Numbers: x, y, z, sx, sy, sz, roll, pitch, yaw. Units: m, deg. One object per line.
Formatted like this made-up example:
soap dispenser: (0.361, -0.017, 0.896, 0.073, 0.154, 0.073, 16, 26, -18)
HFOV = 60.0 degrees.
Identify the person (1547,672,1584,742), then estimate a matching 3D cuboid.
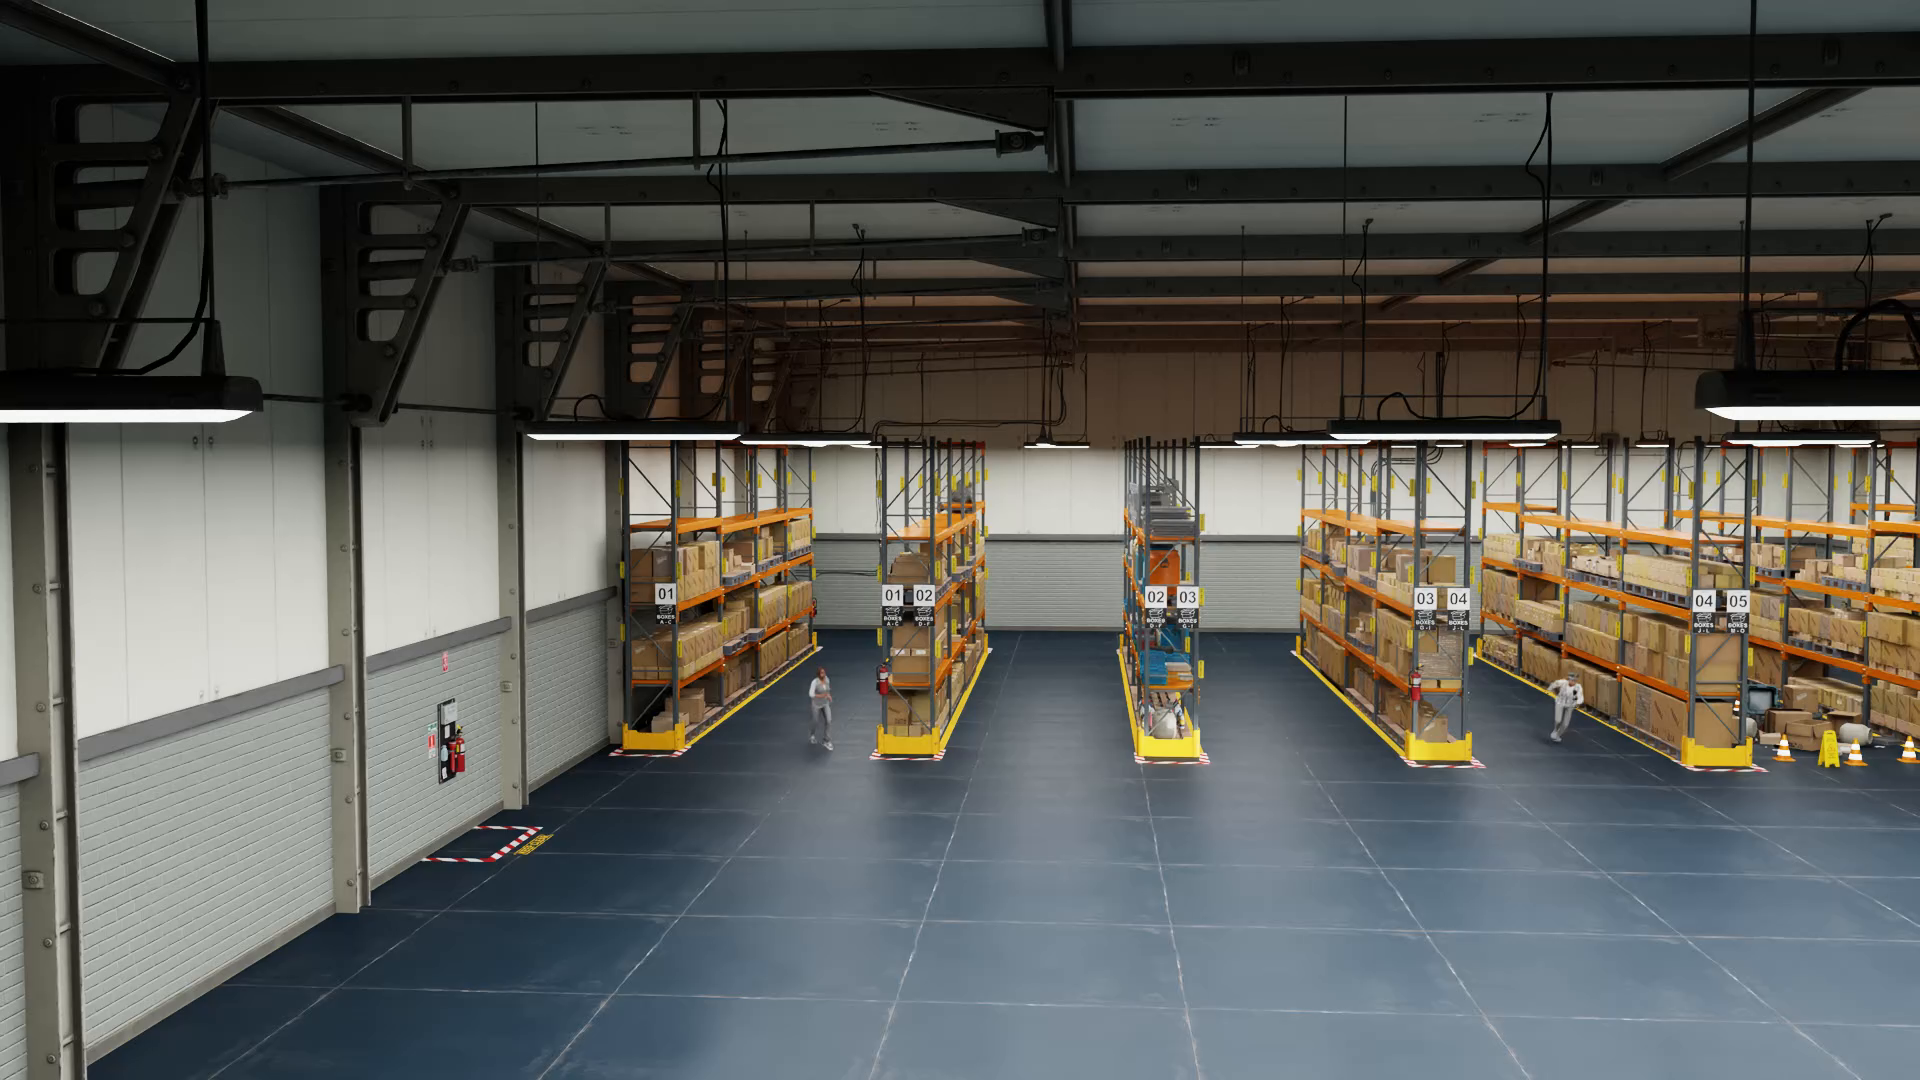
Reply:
person: (11.827, 3.260, 32.419, 0.579, 1.436, 0.946, 0, 3, 9)

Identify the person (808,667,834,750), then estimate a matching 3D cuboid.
person: (-2.705, 3.216, 32.087, 0.537, 1.586, 0.898, -2, 3, -29)
